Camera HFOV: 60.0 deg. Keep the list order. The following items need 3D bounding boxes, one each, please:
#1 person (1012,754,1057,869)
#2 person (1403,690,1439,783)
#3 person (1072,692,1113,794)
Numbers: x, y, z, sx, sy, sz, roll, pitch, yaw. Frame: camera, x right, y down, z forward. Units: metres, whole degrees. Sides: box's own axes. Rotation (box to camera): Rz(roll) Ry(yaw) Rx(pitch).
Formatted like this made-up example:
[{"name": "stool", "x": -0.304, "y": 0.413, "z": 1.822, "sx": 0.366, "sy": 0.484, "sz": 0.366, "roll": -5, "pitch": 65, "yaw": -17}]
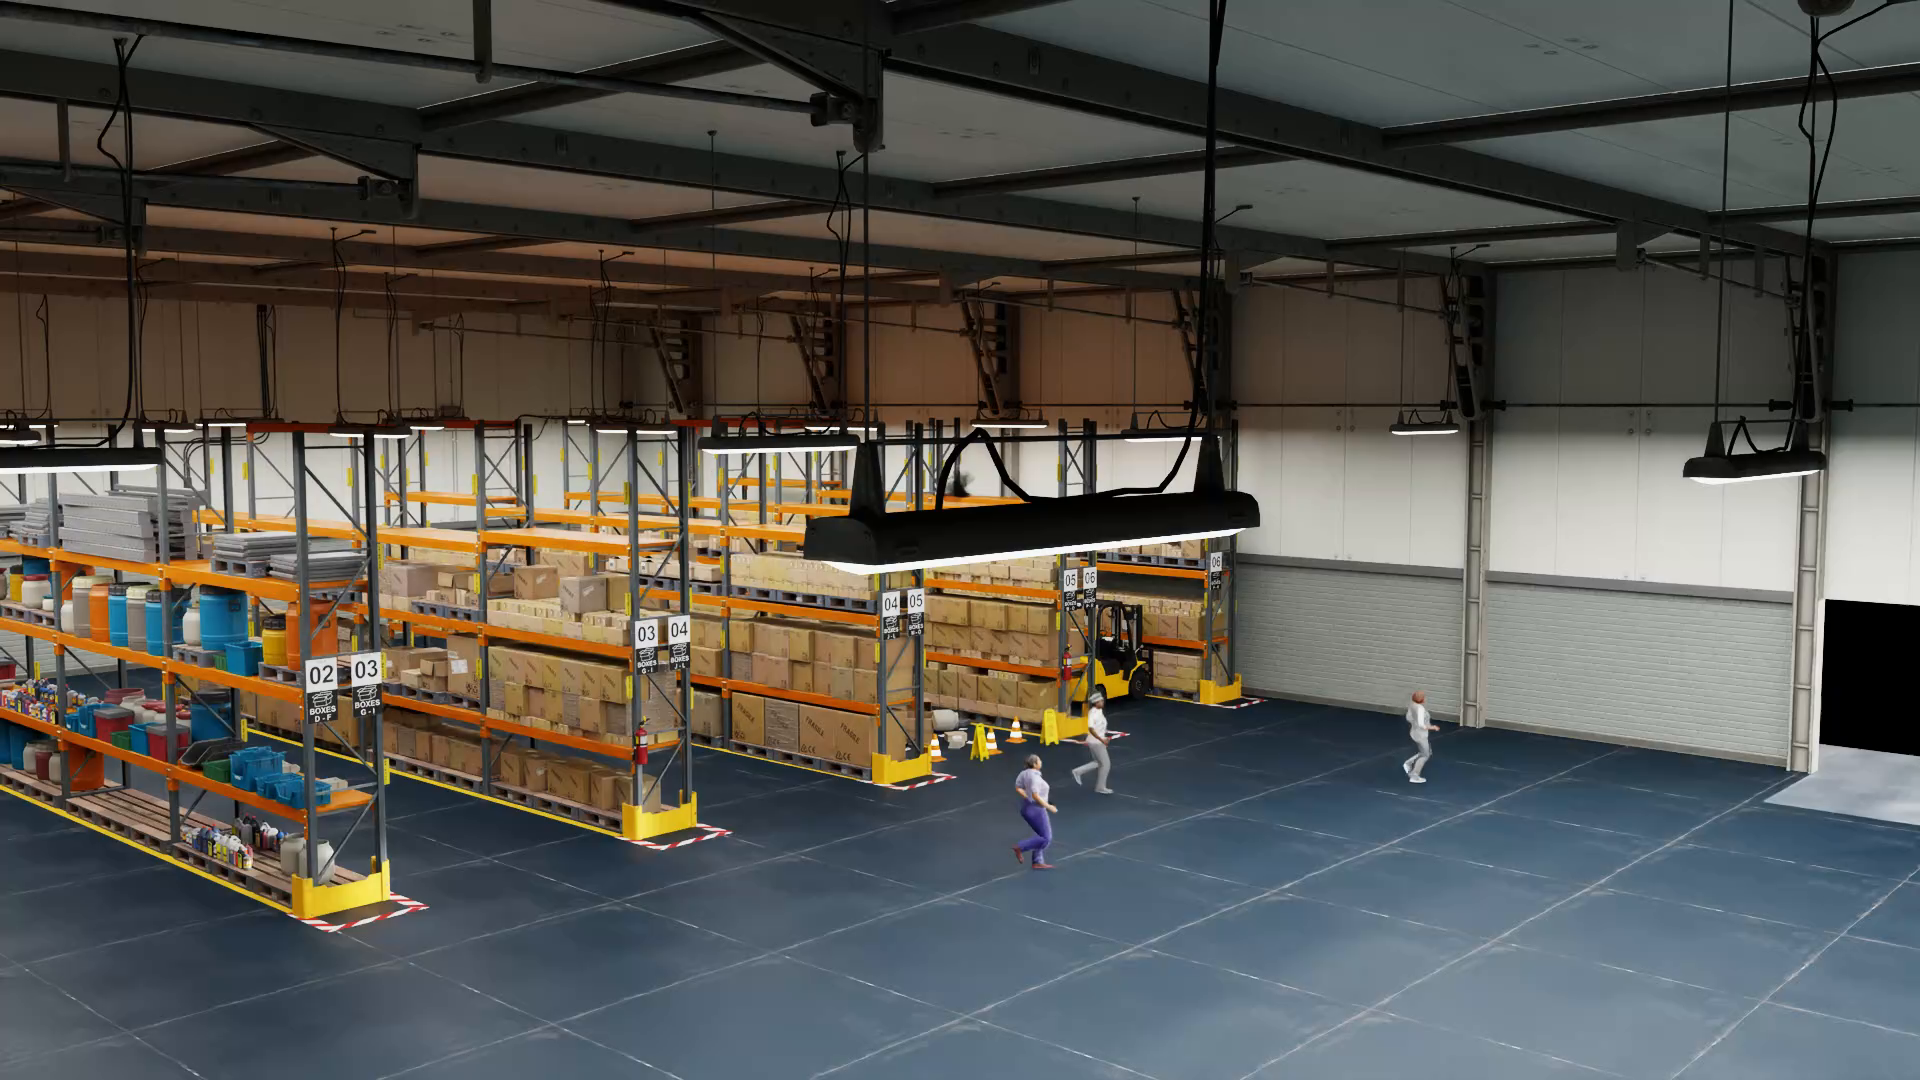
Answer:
[{"name": "person", "x": 0.963, "y": 3.692, "z": 22.561, "sx": 0.643, "sy": 1.605, "sz": 0.617, "roll": -2, "pitch": 5, "yaw": -22}, {"name": "person", "x": 7.708, "y": 3.281, "z": 27.792, "sx": 0.549, "sy": 1.554, "sz": 0.529, "roll": 0, "pitch": 5, "yaw": 0}, {"name": "person", "x": 2.157, "y": 3.294, "z": 27.060, "sx": 0.676, "sy": 1.668, "sz": 0.593, "roll": 0, "pitch": 5, "yaw": 2}]
